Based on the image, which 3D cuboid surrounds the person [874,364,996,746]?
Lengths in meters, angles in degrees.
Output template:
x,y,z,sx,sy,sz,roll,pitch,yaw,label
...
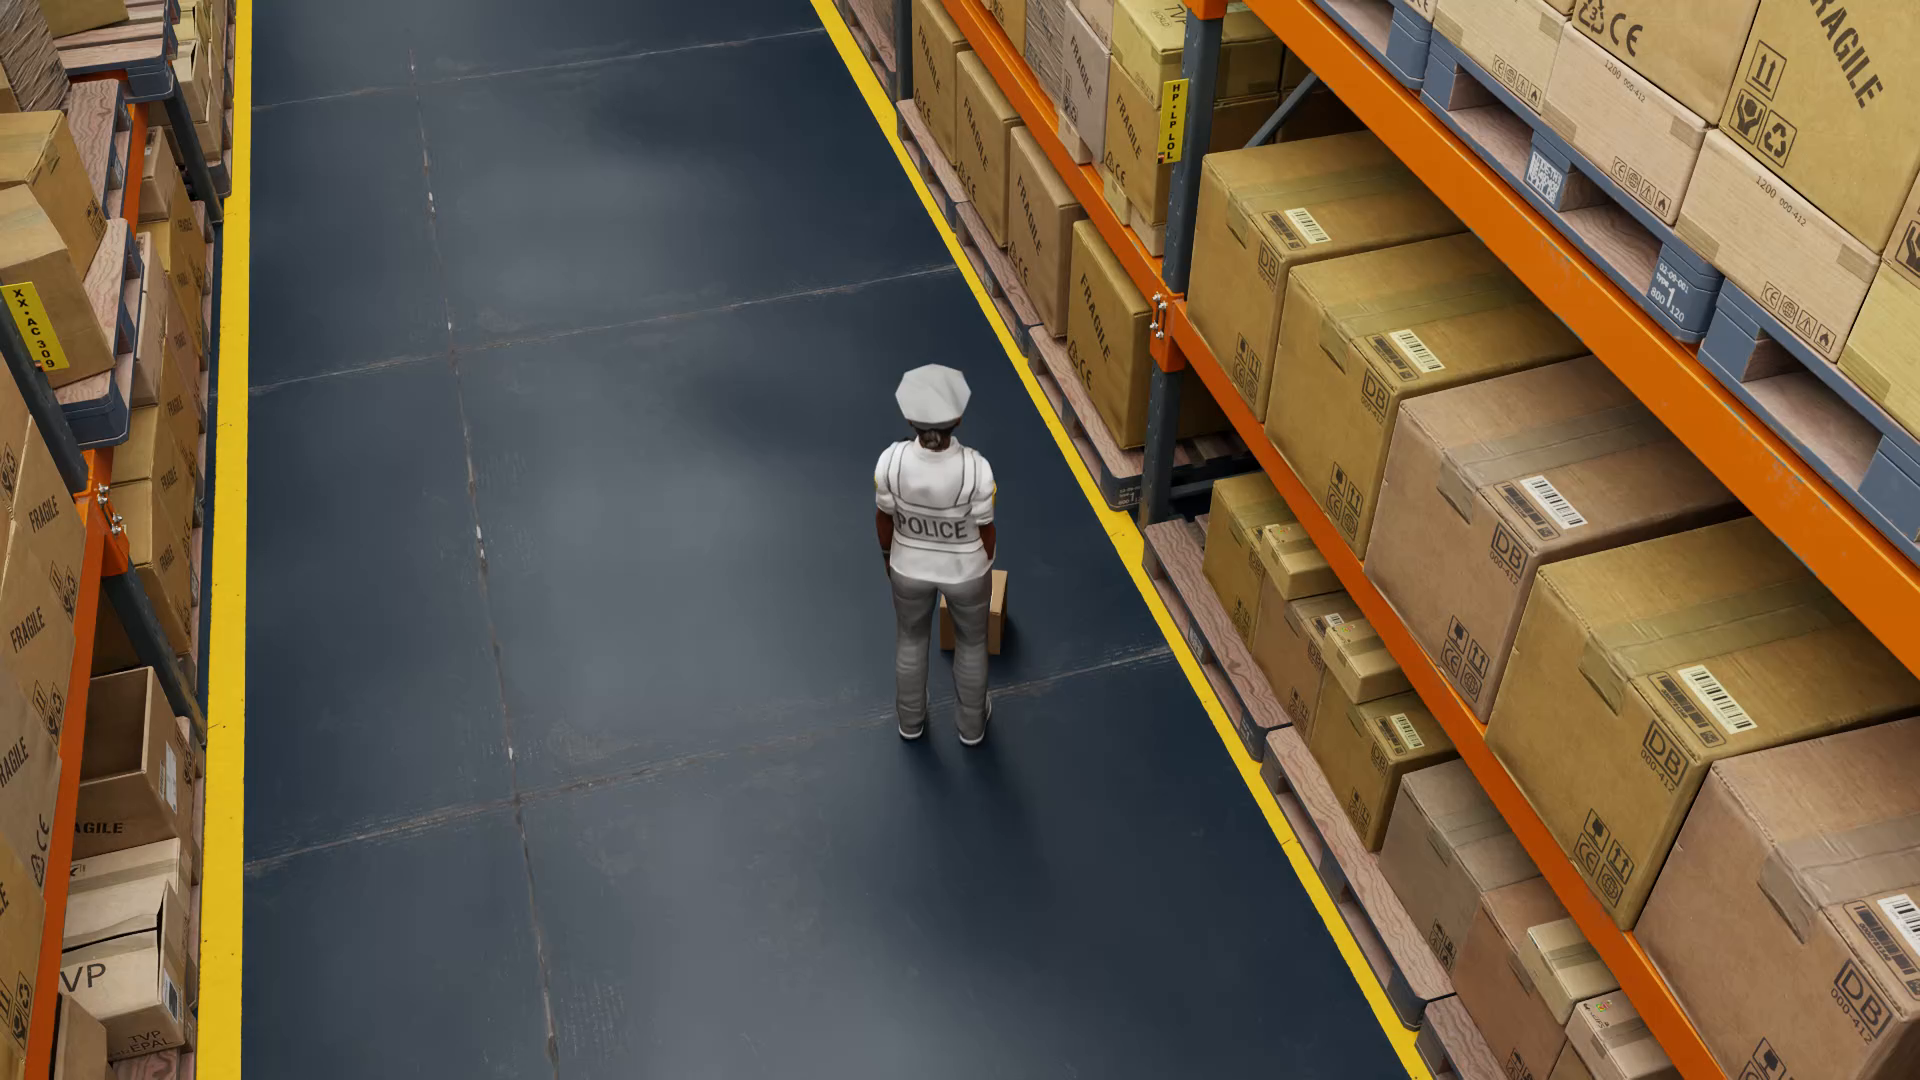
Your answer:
x,y,z,sx,sy,sz,roll,pitch,yaw,label
-0.083,0.086,6.065,0.437,1.670,0.341,6,43,7,person
